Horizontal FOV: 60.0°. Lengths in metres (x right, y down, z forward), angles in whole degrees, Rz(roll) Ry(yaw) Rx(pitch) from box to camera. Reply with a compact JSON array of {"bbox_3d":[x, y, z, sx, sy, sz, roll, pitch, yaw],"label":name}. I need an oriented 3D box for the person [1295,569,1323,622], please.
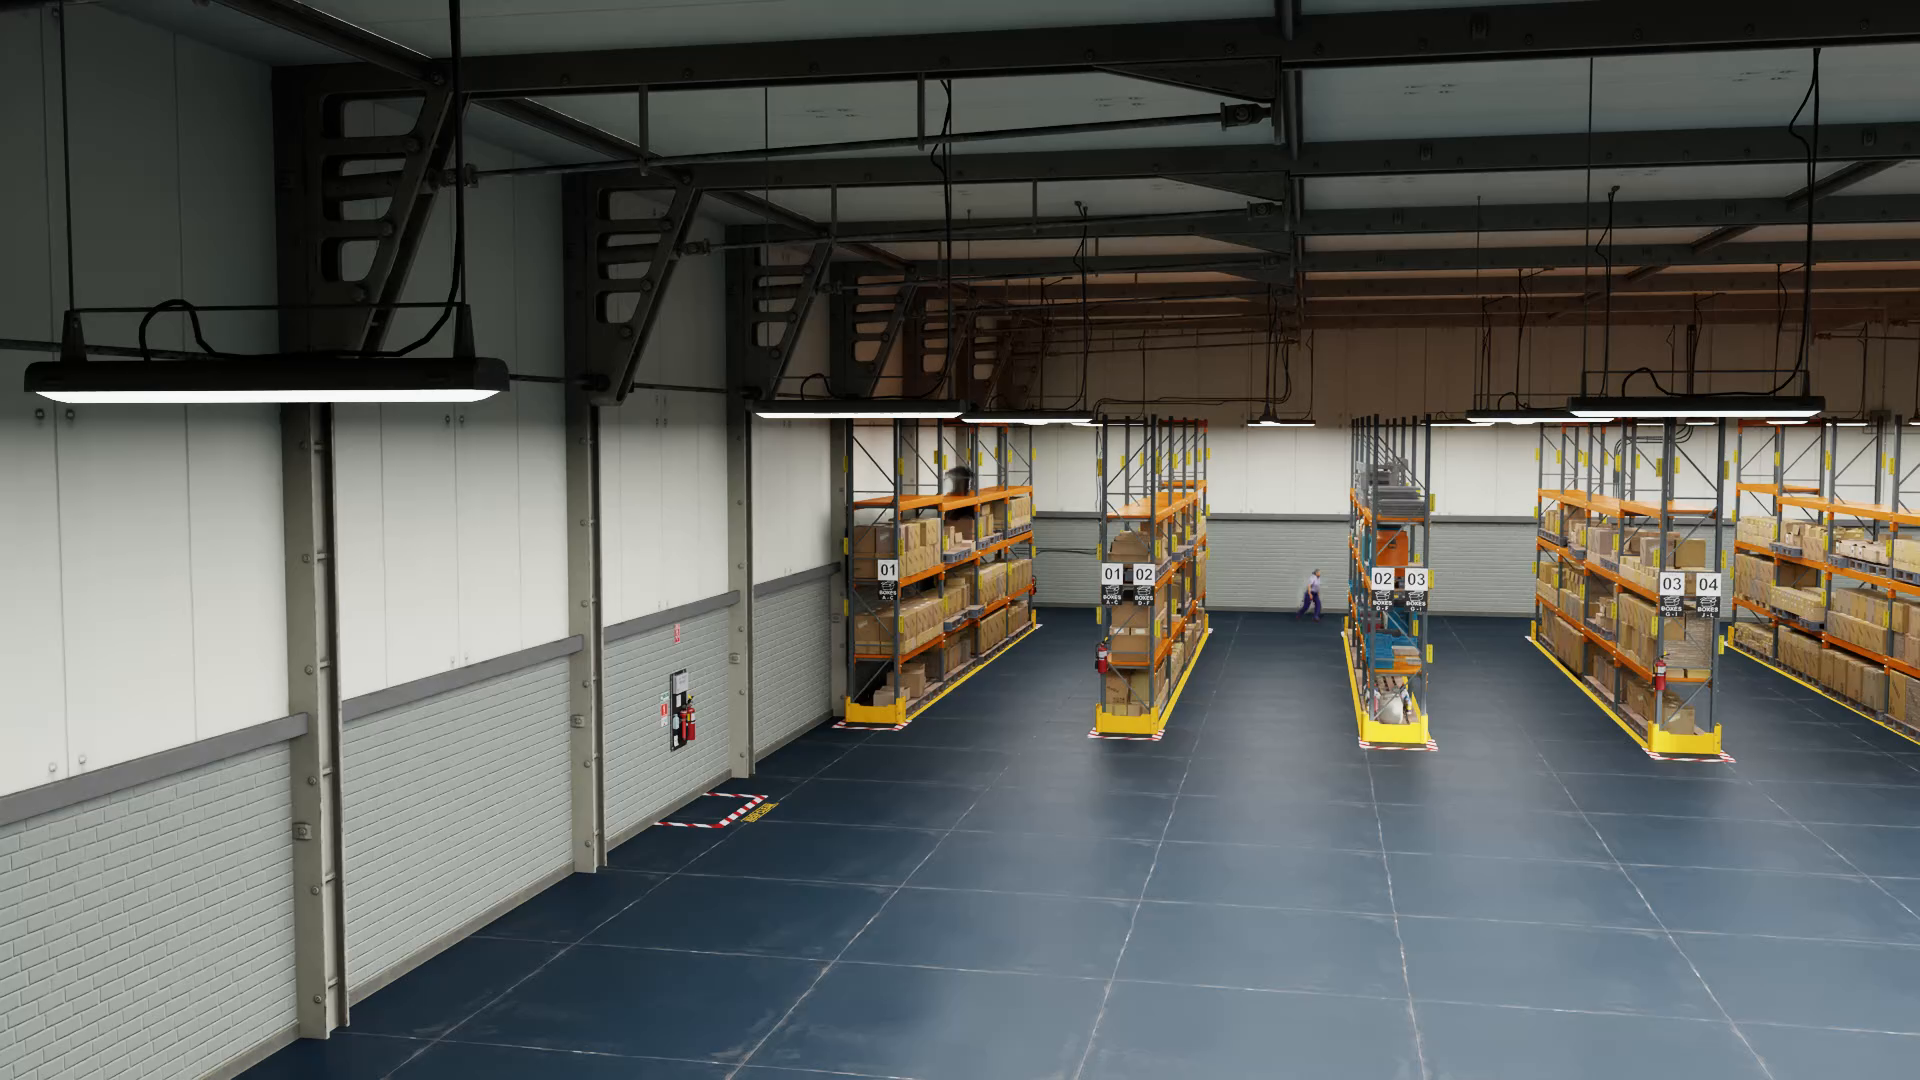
[{"bbox_3d":[10.431,1.647,49.593,0.835,1.558,0.660,3,5,42],"label":"person"}]
